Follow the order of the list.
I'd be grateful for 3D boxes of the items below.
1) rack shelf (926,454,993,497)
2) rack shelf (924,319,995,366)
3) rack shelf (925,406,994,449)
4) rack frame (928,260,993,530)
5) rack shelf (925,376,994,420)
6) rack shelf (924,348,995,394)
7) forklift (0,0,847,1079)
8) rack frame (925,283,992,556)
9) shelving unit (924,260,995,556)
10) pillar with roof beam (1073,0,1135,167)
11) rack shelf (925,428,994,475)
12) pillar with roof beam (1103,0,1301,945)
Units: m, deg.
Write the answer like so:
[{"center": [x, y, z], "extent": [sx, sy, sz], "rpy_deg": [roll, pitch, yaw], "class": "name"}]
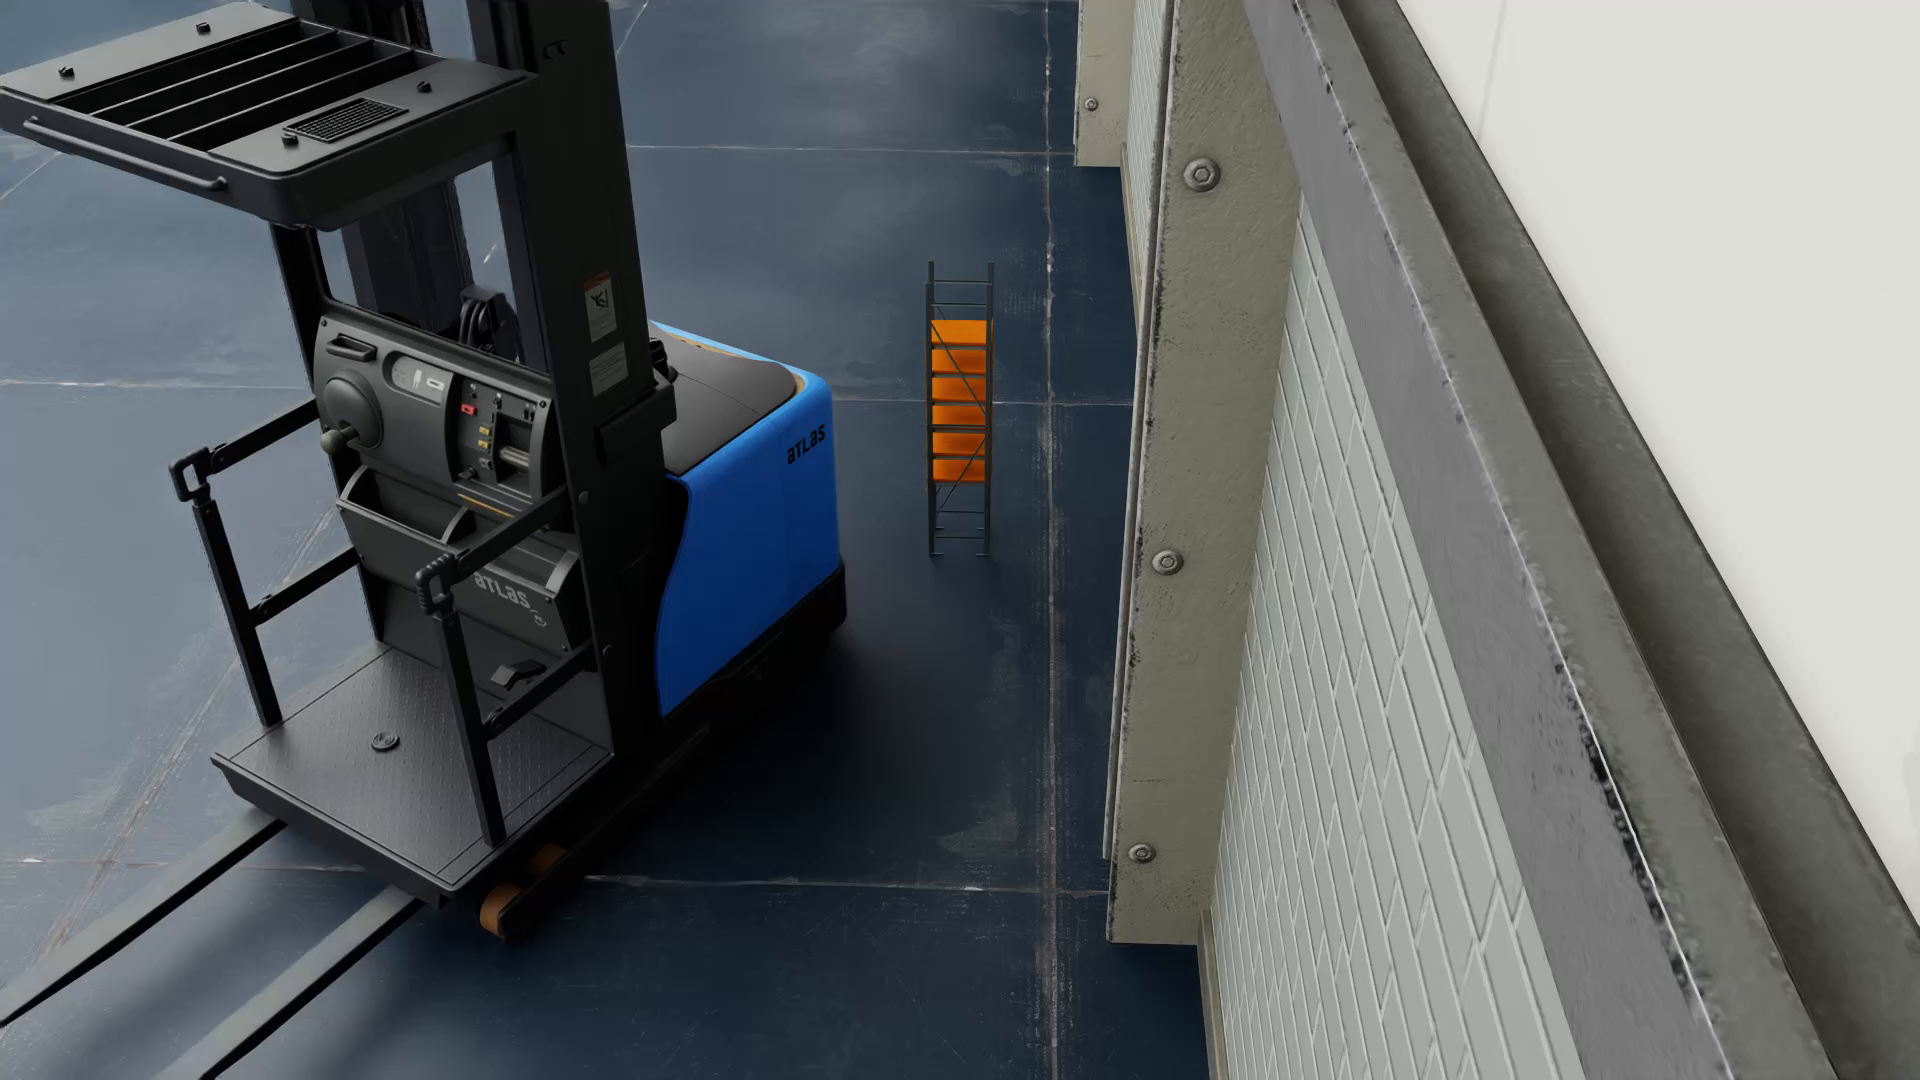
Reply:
[{"center": [-0.001, -0.250, 6.557], "extent": [0.258, 0.103, 0.180], "rpy_deg": [1, 35, 2], "class": "rack shelf"}, {"center": [-0.001, -0.741, 6.212], "extent": [0.258, 0.103, 0.180], "rpy_deg": [1, 35, 2], "class": "rack shelf"}, {"center": [-0.001, -0.446, 6.419], "extent": [0.258, 0.103, 0.180], "rpy_deg": [1, 35, 2], "class": "rack shelf"}, {"center": [0.003, -0.535, 6.468], "extent": [0.240, 1.200, 0.006], "rpy_deg": [1, 35, 2], "class": "rack frame"}, {"center": [-0.001, -0.544, 6.350], "extent": [0.258, 0.103, 0.180], "rpy_deg": [1, 35, 2], "class": "rack shelf"}, {"center": [-0.001, -0.643, 6.281], "extent": [0.258, 0.103, 0.180], "rpy_deg": [1, 35, 2], "class": "rack shelf"}, {"center": [-1.636, -0.305, 4.635], "extent": [1.130, 2.935, 3.031], "rpy_deg": [20, 40, 26], "class": "forklift"}, {"center": [-0.004, -0.430, 6.318], "extent": [0.240, 1.200, 0.006], "rpy_deg": [1, 35, 2], "class": "rack frame"}, {"center": [-0.001, -0.483, 6.393], "extent": [0.258, 1.200, 0.189], "rpy_deg": [1, 35, 2], "class": "shelving unit"}, {"center": [-3.455, -6.125, 7.639], "extent": [9.100, 9.000, 0.400], "rpy_deg": [1, 35, 2], "class": "pillar with roof beam"}, {"center": [-0.001, -0.348, 6.488], "extent": [0.258, 0.103, 0.180], "rpy_deg": [1, 35, 2], "class": "rack shelf"}, {"center": [-3.696, -2.678, 2.734], "extent": [9.100, 9.000, 0.400], "rpy_deg": [1, 35, 2], "class": "pillar with roof beam"}]
